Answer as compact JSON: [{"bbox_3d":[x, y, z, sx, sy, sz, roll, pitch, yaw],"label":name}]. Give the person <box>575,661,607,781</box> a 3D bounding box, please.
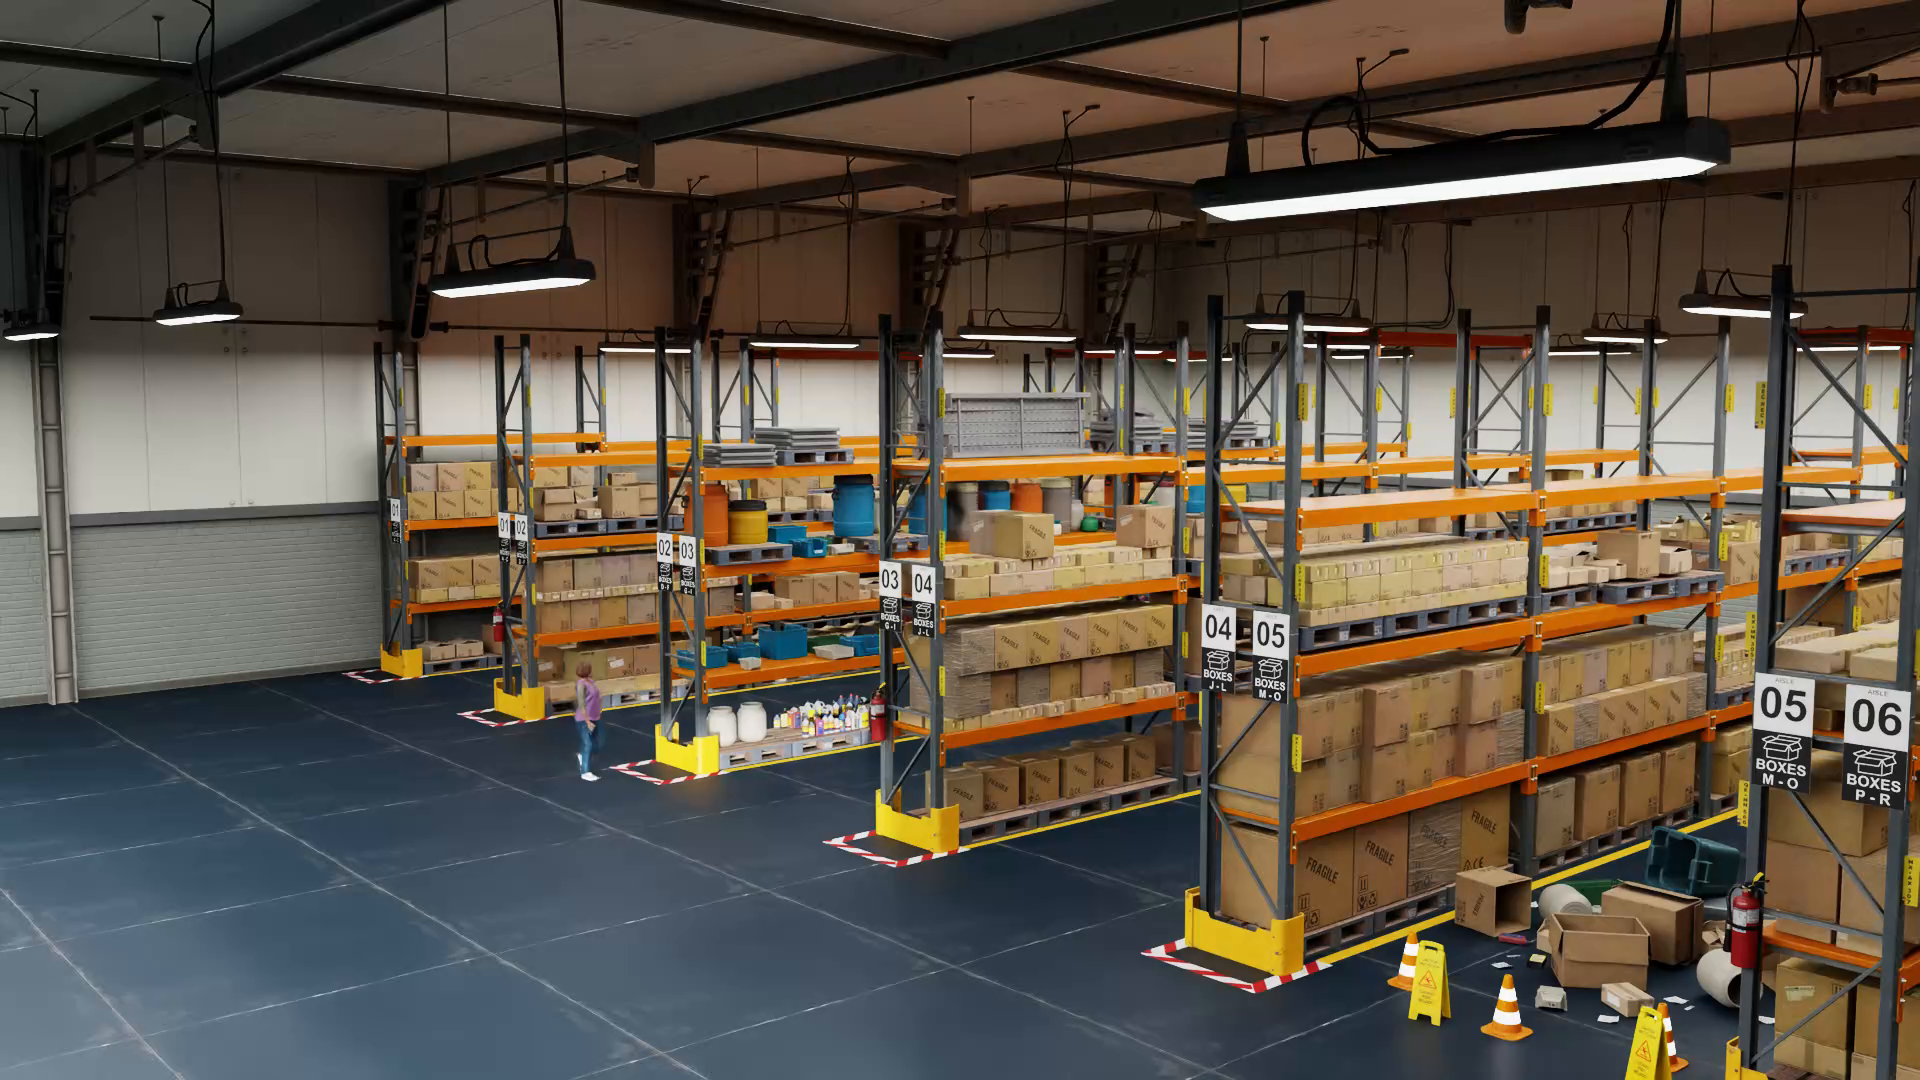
[{"bbox_3d":[-4.938,2.366,21.895,0.487,1.581,0.399,4,7,37],"label":"person"}]
